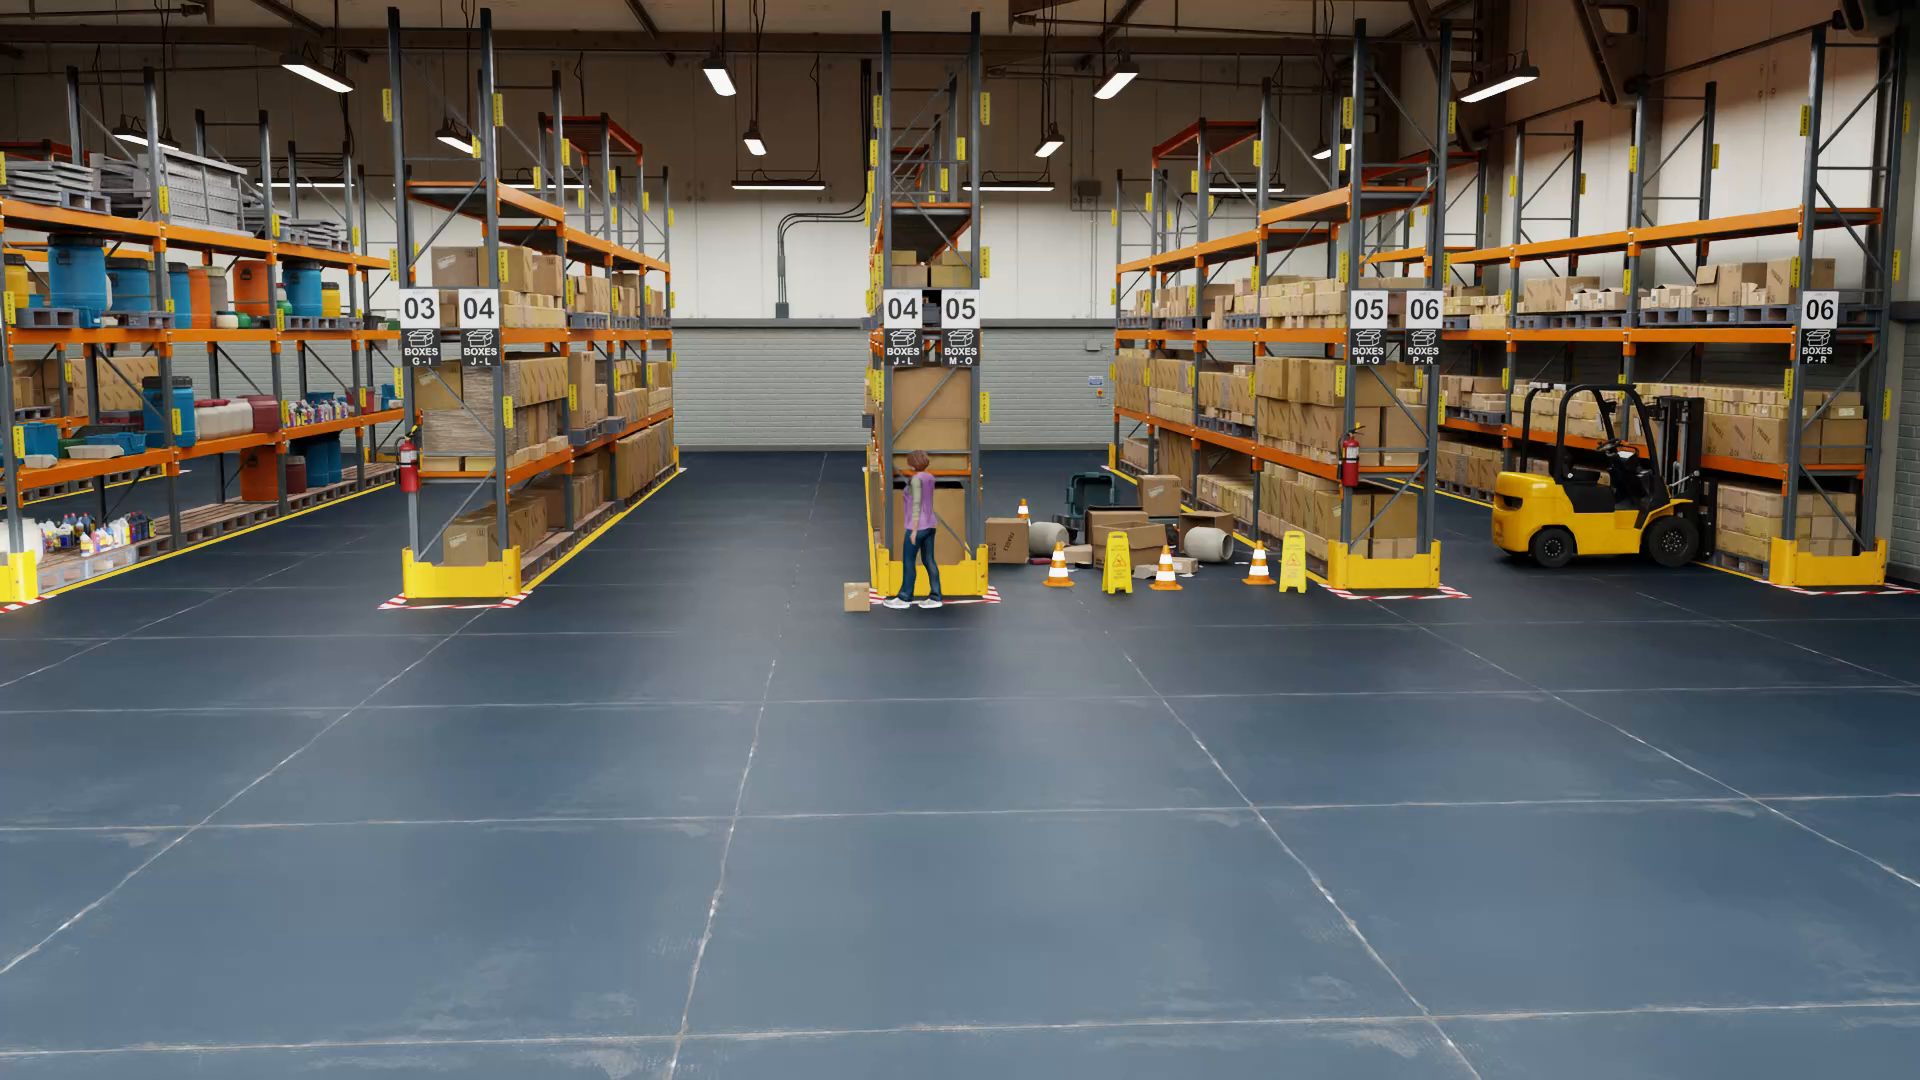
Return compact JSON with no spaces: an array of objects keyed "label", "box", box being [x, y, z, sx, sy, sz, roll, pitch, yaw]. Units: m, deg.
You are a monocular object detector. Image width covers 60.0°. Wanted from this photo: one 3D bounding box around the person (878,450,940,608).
[{"label":"person","box":[-0.491,-0.106,16.569,0.616,1.588,0.422,3,8,26]}]
